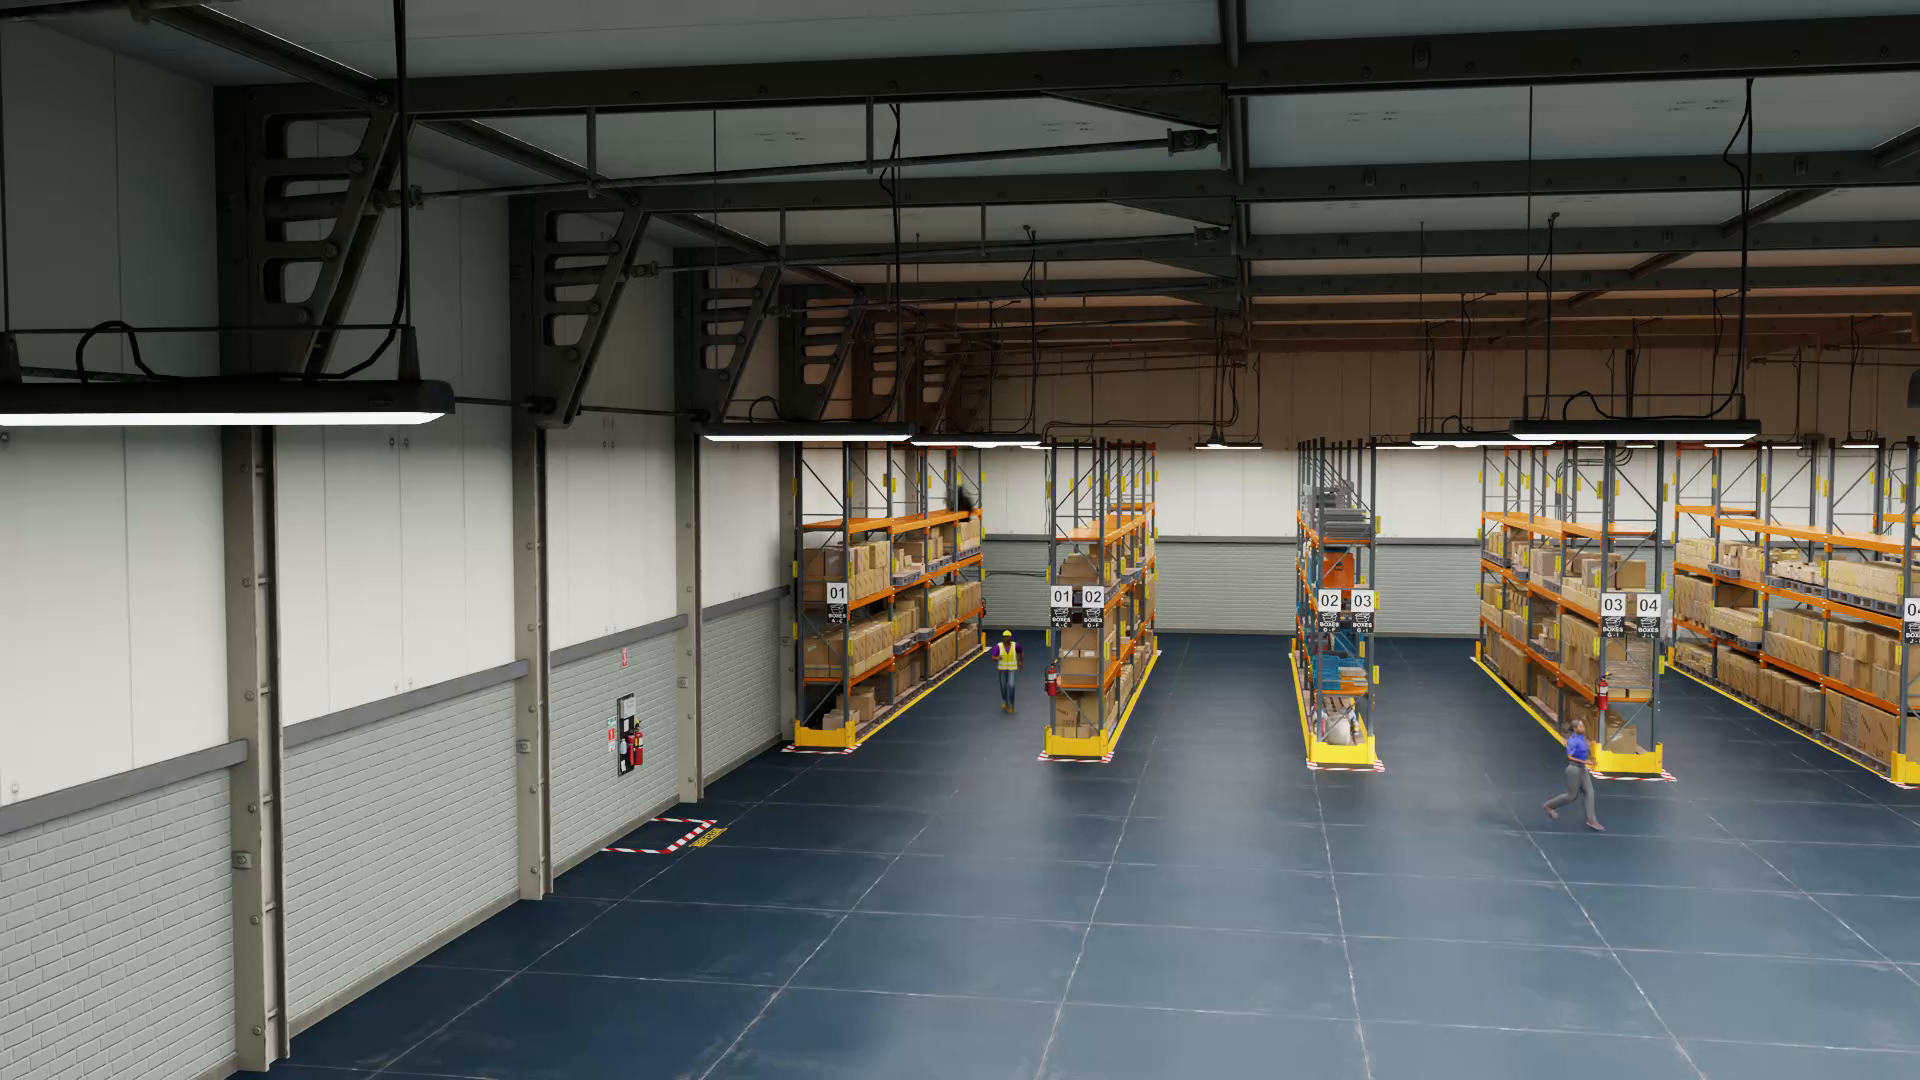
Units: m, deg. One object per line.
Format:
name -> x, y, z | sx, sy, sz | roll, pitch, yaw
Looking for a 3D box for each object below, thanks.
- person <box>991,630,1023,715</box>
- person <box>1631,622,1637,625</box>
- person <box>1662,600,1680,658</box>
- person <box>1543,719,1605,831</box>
person -> 1.028, 2.900, 36.603 | 0.689, 1.840, 0.810 | 0, 3, 5
person -> 17.418, 2.589, 42.474 | 0.724, 1.771, 1.012 | 0, 3, 9
person -> 19.759, 2.462, 45.956 | 0.666, 1.774, 0.844 | 1, 3, 15
person -> 9.379, 3.557, 25.358 | 0.920, 1.668, 0.590 | 2, 4, 39
